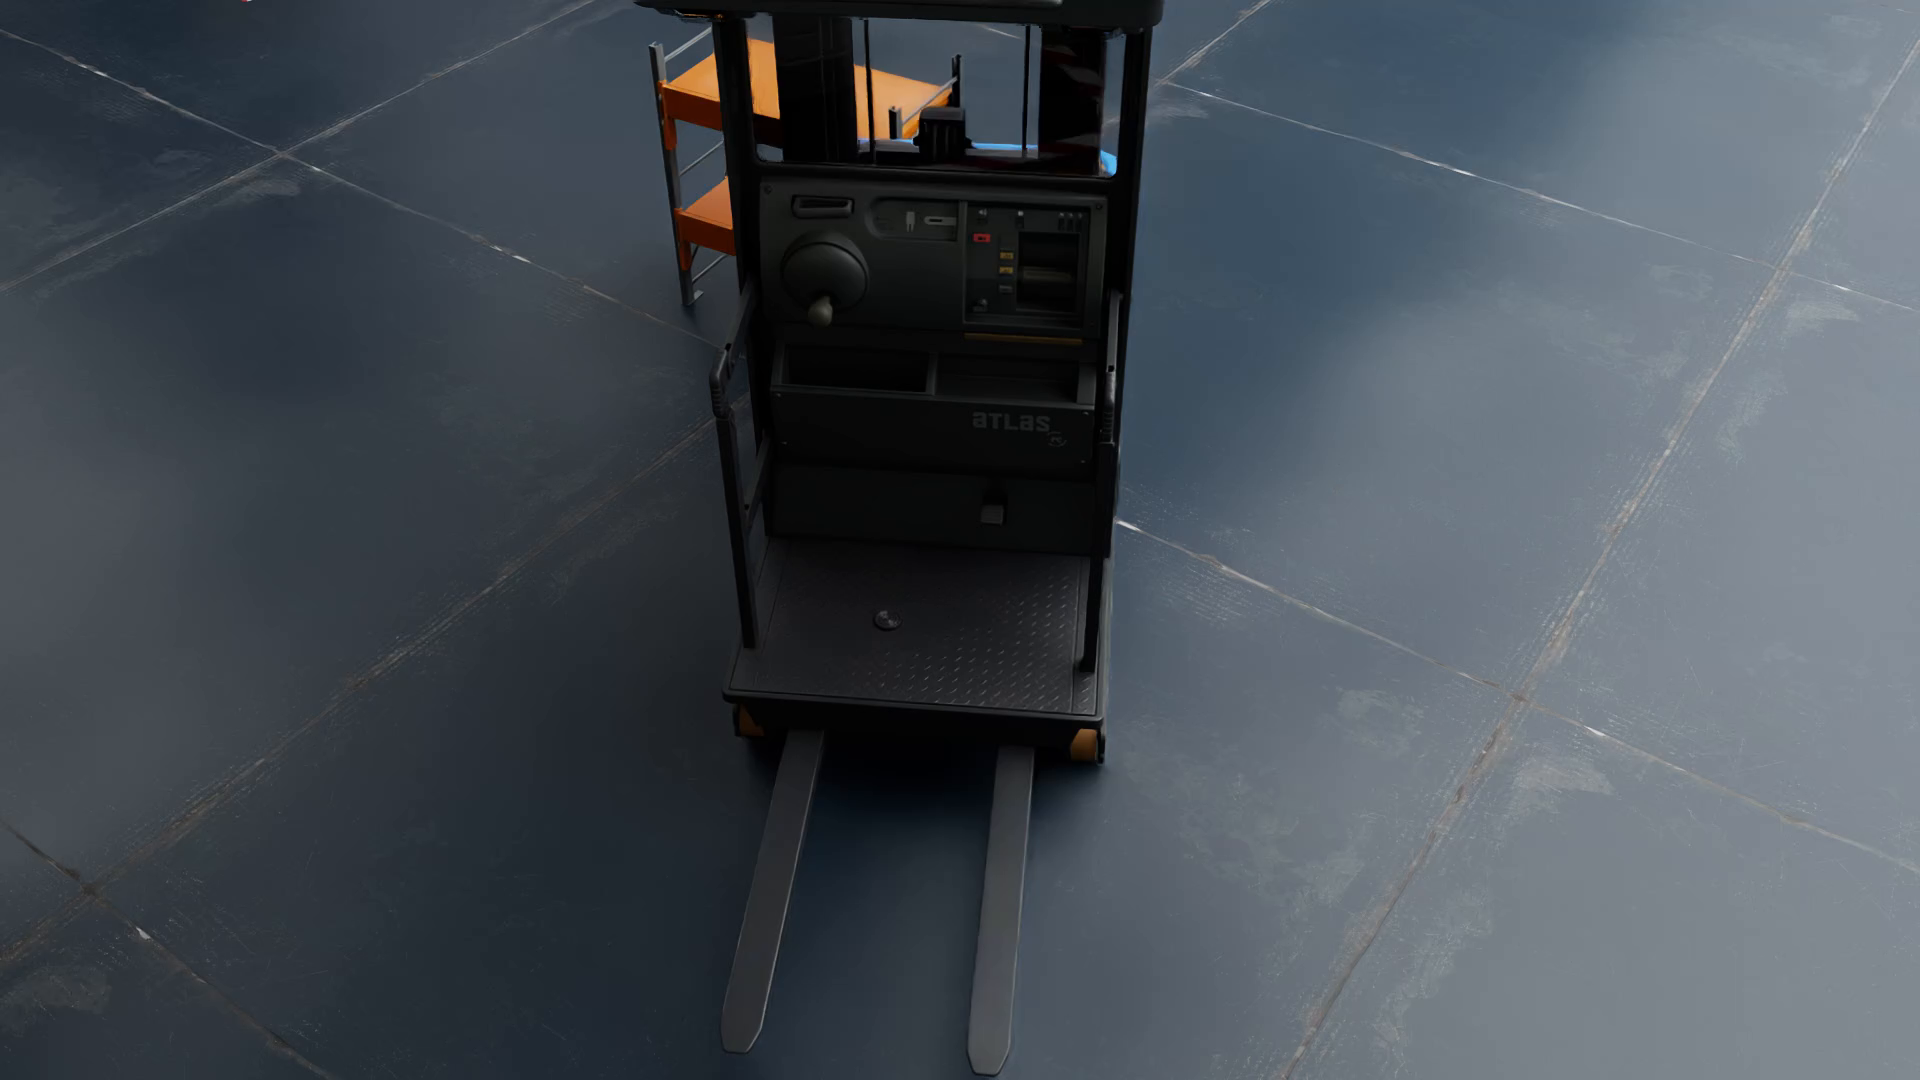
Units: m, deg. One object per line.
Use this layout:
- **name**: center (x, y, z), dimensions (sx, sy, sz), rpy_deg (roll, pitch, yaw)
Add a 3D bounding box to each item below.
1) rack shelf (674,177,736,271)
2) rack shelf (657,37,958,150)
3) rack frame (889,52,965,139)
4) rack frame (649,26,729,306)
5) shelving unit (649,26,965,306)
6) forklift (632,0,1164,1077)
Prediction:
- **rack shelf**: center (-0.559, -1.184, 6.593), dimensions (1.000, 0.278, 0.538), rpy_deg (20, 46, 21)
- **rack shelf**: center (-0.559, -1.584, 6.235), dimensions (1.000, 0.278, 0.538), rpy_deg (20, 46, 21)
- **rack frame**: center (-0.112, -1.204, 6.249), dimensions (0.032, 1.125, 0.500), rpy_deg (20, 46, 21)
- **rack frame**: center (-1.006, -1.528, 6.611), dimensions (0.032, 1.125, 0.500), rpy_deg (20, 46, 21)
- **shelving unit**: center (-0.559, -1.366, 6.430), dimensions (1.048, 1.125, 0.538), rpy_deg (20, 46, 21)
- **forklift**: center (-0.094, -0.670, 4.298), dimensions (1.130, 2.935, 3.031), rpy_deg (4, 42, 4)
